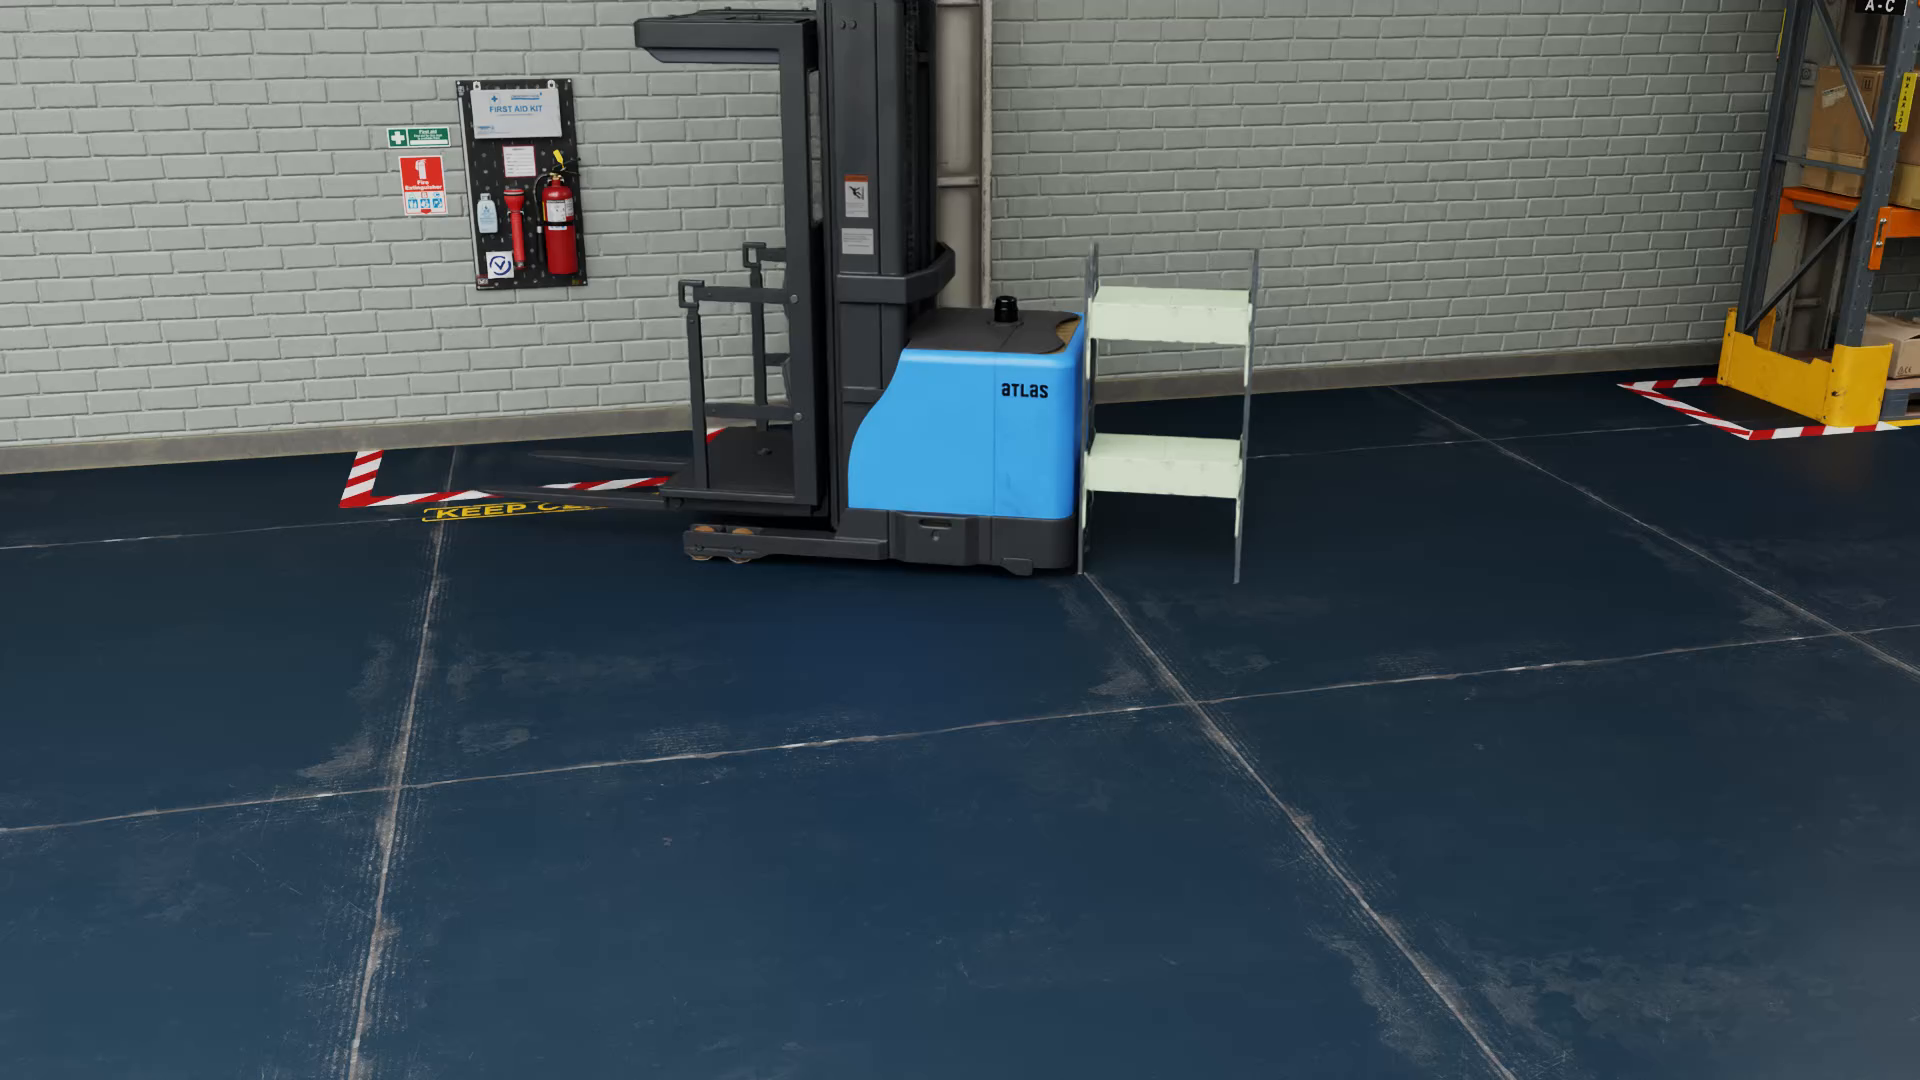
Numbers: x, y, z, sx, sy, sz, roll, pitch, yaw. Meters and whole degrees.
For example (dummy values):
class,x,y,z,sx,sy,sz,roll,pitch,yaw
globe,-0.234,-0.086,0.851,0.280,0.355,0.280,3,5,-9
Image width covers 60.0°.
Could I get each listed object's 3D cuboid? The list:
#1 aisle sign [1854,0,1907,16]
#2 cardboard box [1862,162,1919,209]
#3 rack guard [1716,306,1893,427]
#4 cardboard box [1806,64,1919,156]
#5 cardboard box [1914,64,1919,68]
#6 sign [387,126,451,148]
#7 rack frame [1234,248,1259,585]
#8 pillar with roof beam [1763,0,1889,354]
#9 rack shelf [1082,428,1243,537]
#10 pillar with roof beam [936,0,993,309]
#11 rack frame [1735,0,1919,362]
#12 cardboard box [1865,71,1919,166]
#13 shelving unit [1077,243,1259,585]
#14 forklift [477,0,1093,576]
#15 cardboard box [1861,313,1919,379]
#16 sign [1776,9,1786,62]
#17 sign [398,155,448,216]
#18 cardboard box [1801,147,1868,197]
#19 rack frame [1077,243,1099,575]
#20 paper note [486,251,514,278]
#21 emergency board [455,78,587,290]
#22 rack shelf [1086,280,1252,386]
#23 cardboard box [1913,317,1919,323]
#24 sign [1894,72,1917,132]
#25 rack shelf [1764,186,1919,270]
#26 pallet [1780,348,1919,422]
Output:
class,x,y,z,sx,sy,sz,roll,pitch,yaw
aisle sign,5.317,-3.412,9.488,0.004,0.787,0.394,-5,21,-12
cardboard box,5.866,-2.168,10.062,0.500,0.250,0.500,-5,21,-14
rack guard,5.392,-1.129,10.671,0.348,0.500,1.175,-5,21,-12
cardboard box,5.728,-2.697,10.414,0.500,0.500,0.500,-5,21,-13
cardboard box,6.220,-2.733,10.514,0.500,0.500,0.500,-4,21,-12
sign,-3.008,-2.238,9.241,0.331,0.109,0.001,-5,21,-12
rack frame,1.321,-0.563,7.671,0.023,1.500,0.400,3,20,9
pillar with roof beam,6.791,-4.018,6.201,0.400,9.000,9.100,-5,21,-12
rack shelf,0.961,-0.278,7.842,0.720,0.370,0.431,3,20,9
pillar with roof beam,0.952,-3.543,4.904,0.400,9.000,9.100,-5,21,-12
rack frame,5.318,-2.297,10.225,0.127,3.000,1.000,-5,21,-12
cardboard box,5.851,-2.525,9.946,0.500,0.500,0.500,-5,21,-12
shelving unit,0.961,-0.585,7.730,0.755,1.500,0.431,3,20,9
forklift,-0.880,-1.437,7.976,3.031,2.935,1.130,4,20,10
cardboard box,6.012,-1.266,10.679,0.500,0.311,0.500,-7,21,-19
sign,5.210,-3.177,10.483,0.005,0.325,0.100,-5,21,-12
sign,-3.015,-1.992,9.339,0.234,0.329,0.001,-5,21,-12
cardboard box,5.728,-2.338,10.525,0.500,0.250,0.500,-4,21,-12
rack frame,0.600,-0.606,7.788,0.023,1.500,0.400,3,20,9
paper note,-2.641,-1.580,9.547,0.142,0.148,0.016,-5,21,-12
emergency board,-2.453,-1.984,9.371,0.643,1.169,0.194,-5,21,-12
rack shelf,0.961,-0.951,7.596,0.720,0.370,0.431,3,20,9
cardboard box,6.567,-1.311,10.802,0.500,0.311,0.500,-3,20,-8
sign,5.443,-2.522,9.580,0.005,0.325,0.100,-5,21,-12
rack shelf,7.264,-2.118,10.780,4.000,0.370,1.077,-5,21,-12
pallet,6.190,-1.046,10.864,1.213,0.211,1.003,-5,21,-12
